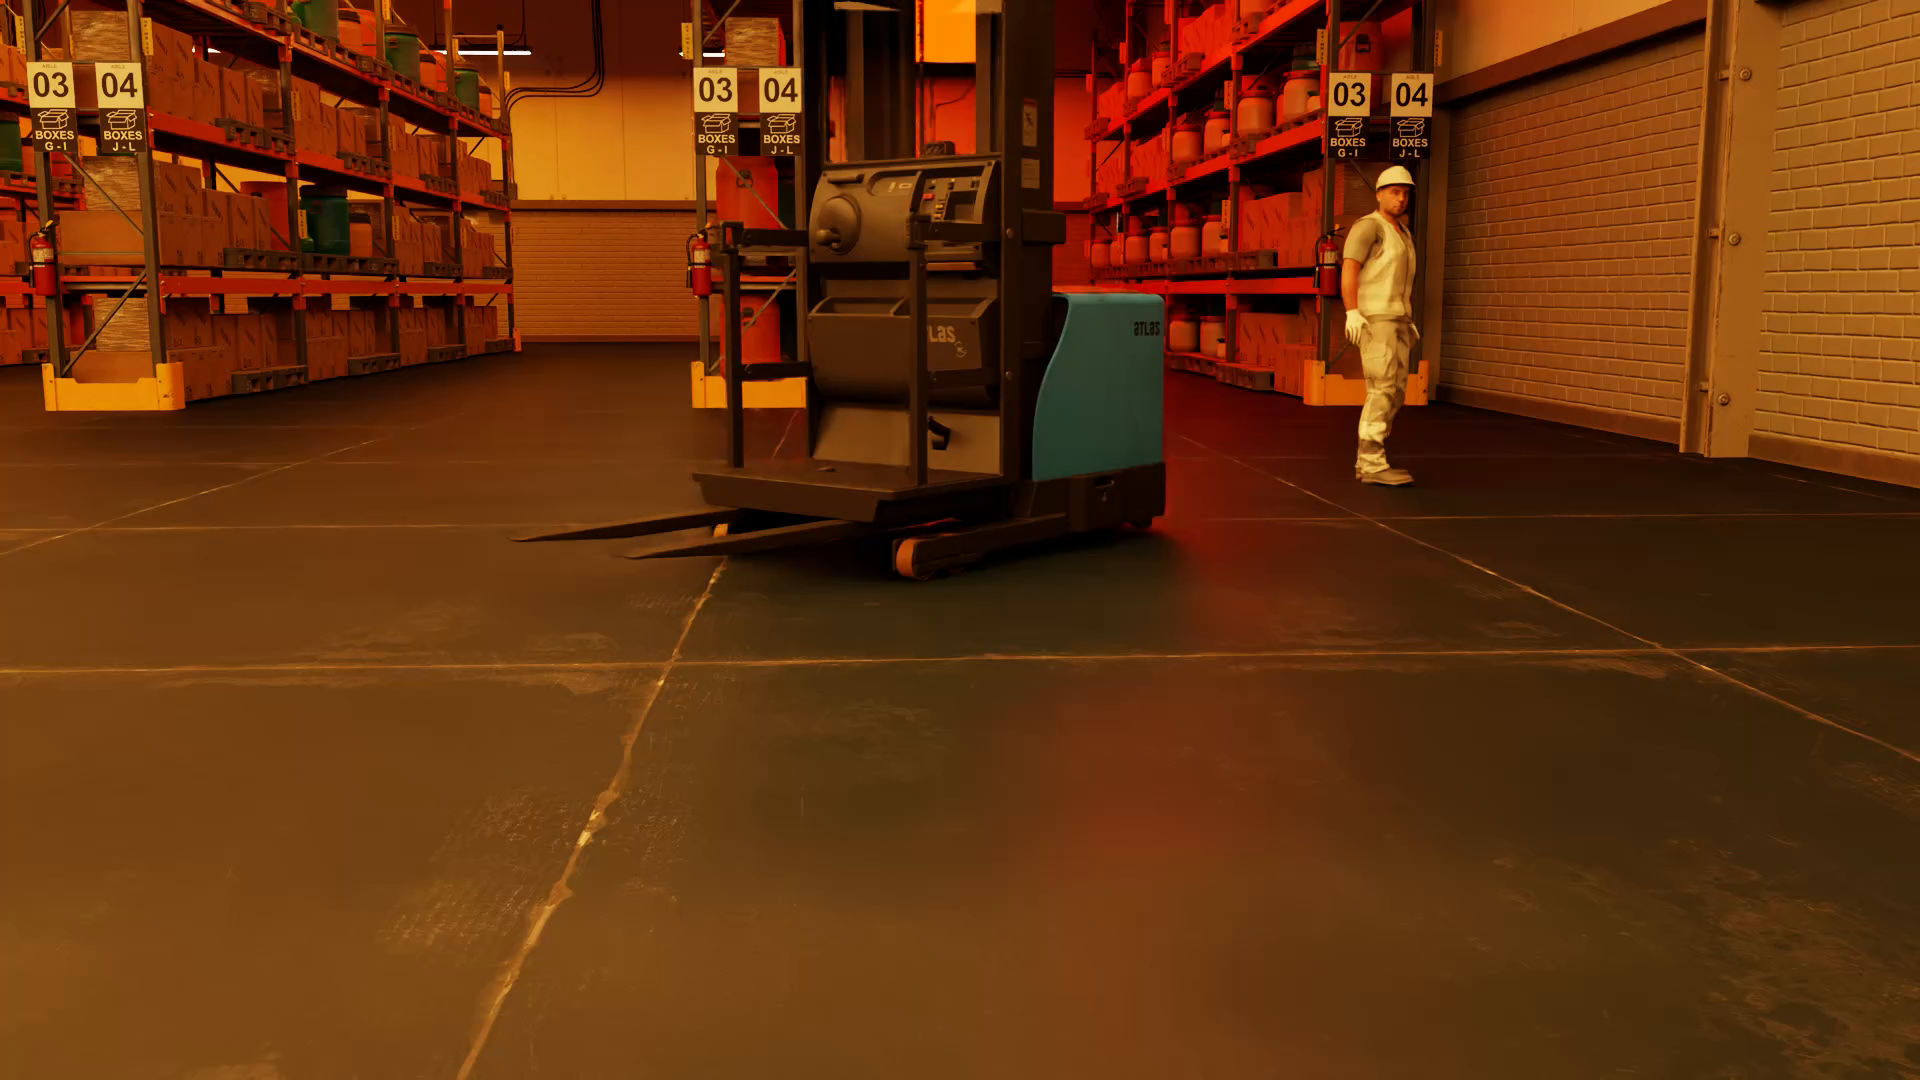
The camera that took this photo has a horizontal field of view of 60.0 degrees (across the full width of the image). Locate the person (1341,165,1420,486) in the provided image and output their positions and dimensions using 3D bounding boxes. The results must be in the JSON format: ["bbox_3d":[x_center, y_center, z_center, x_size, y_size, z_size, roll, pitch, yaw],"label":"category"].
[{"bbox_3d":[2.444,-1.215,9.431,0.444,1.786,0.722,6,10,36],"label":"person"}]

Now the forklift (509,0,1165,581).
[{"bbox_3d":[-0.375,-1.377,6.602,1.130,2.935,3.031,7,11,38],"label":"forklift"}]
